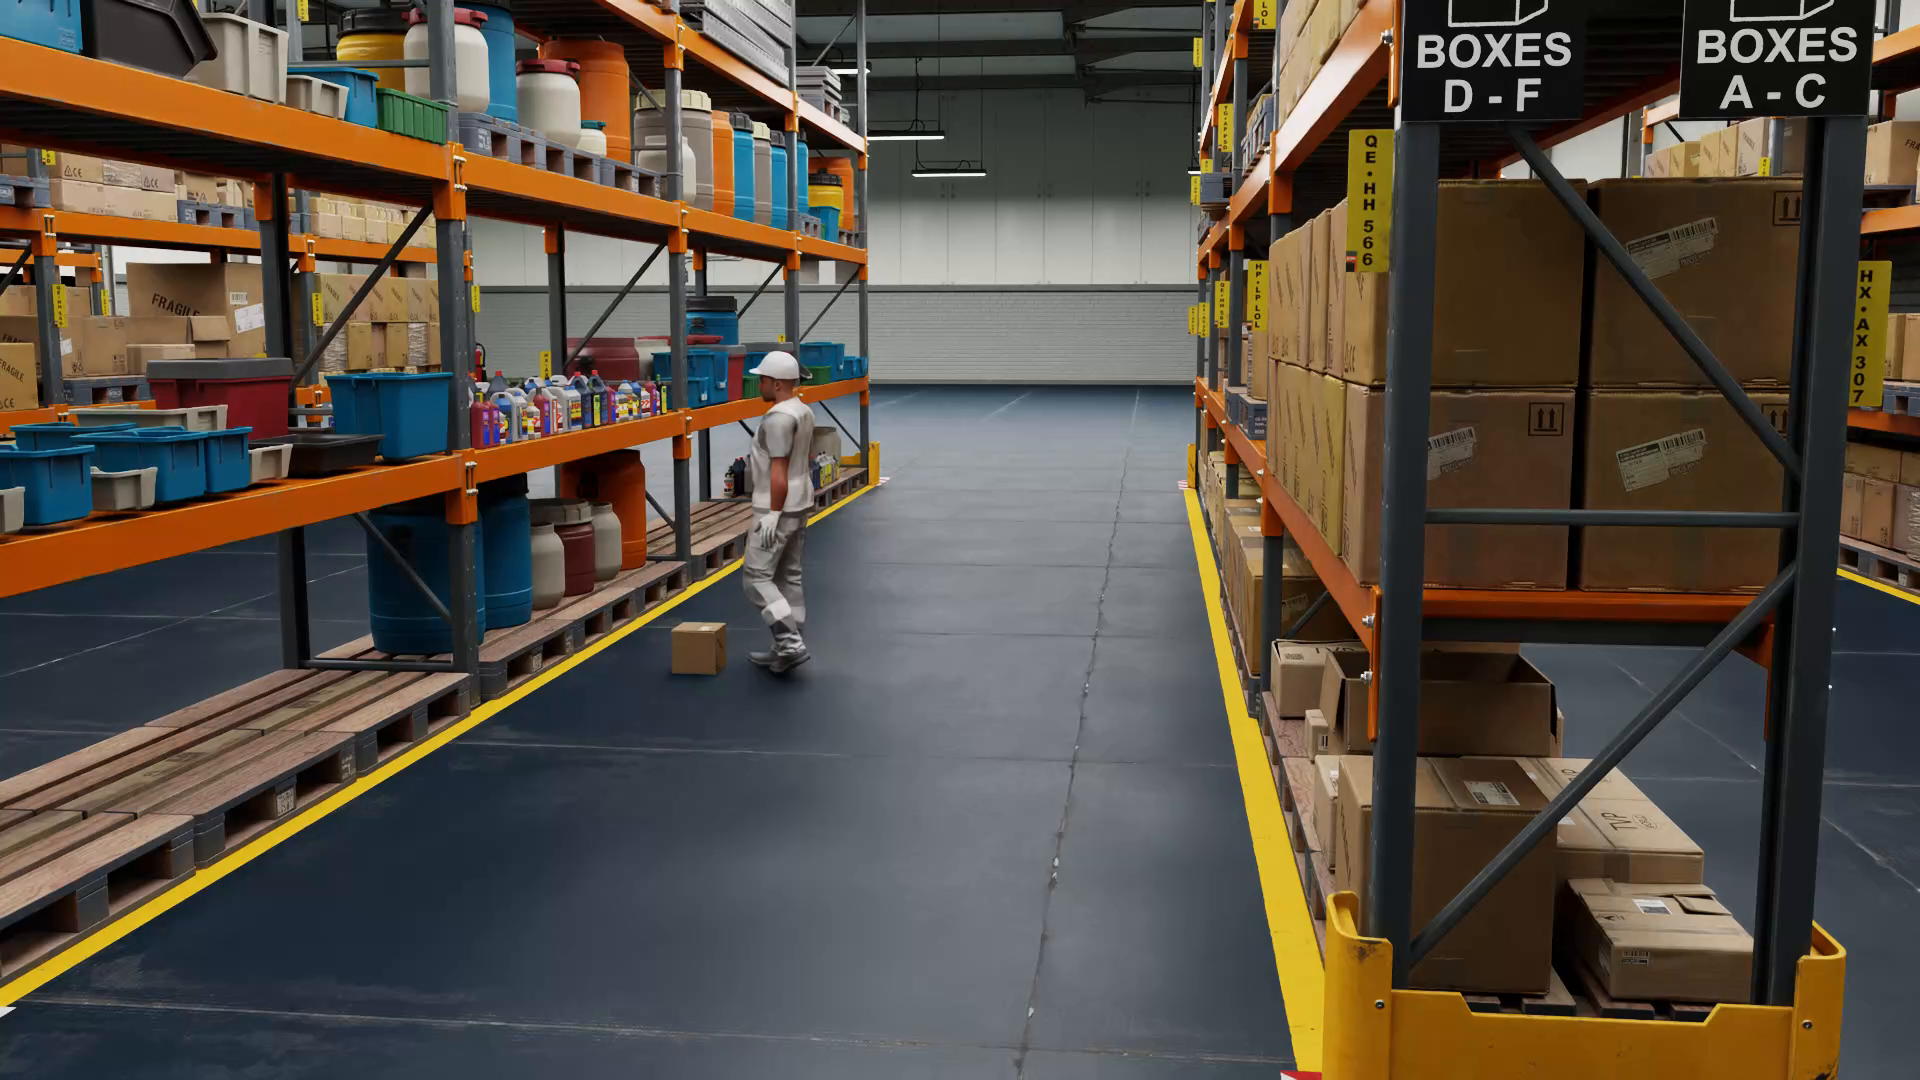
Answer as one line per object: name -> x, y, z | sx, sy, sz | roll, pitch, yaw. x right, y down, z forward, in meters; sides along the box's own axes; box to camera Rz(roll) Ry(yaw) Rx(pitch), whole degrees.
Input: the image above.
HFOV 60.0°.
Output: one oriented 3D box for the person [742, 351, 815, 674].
person -> -1.004, -0.151, 9.275 | 0.471, 1.794, 0.570 | 2, 8, 14
